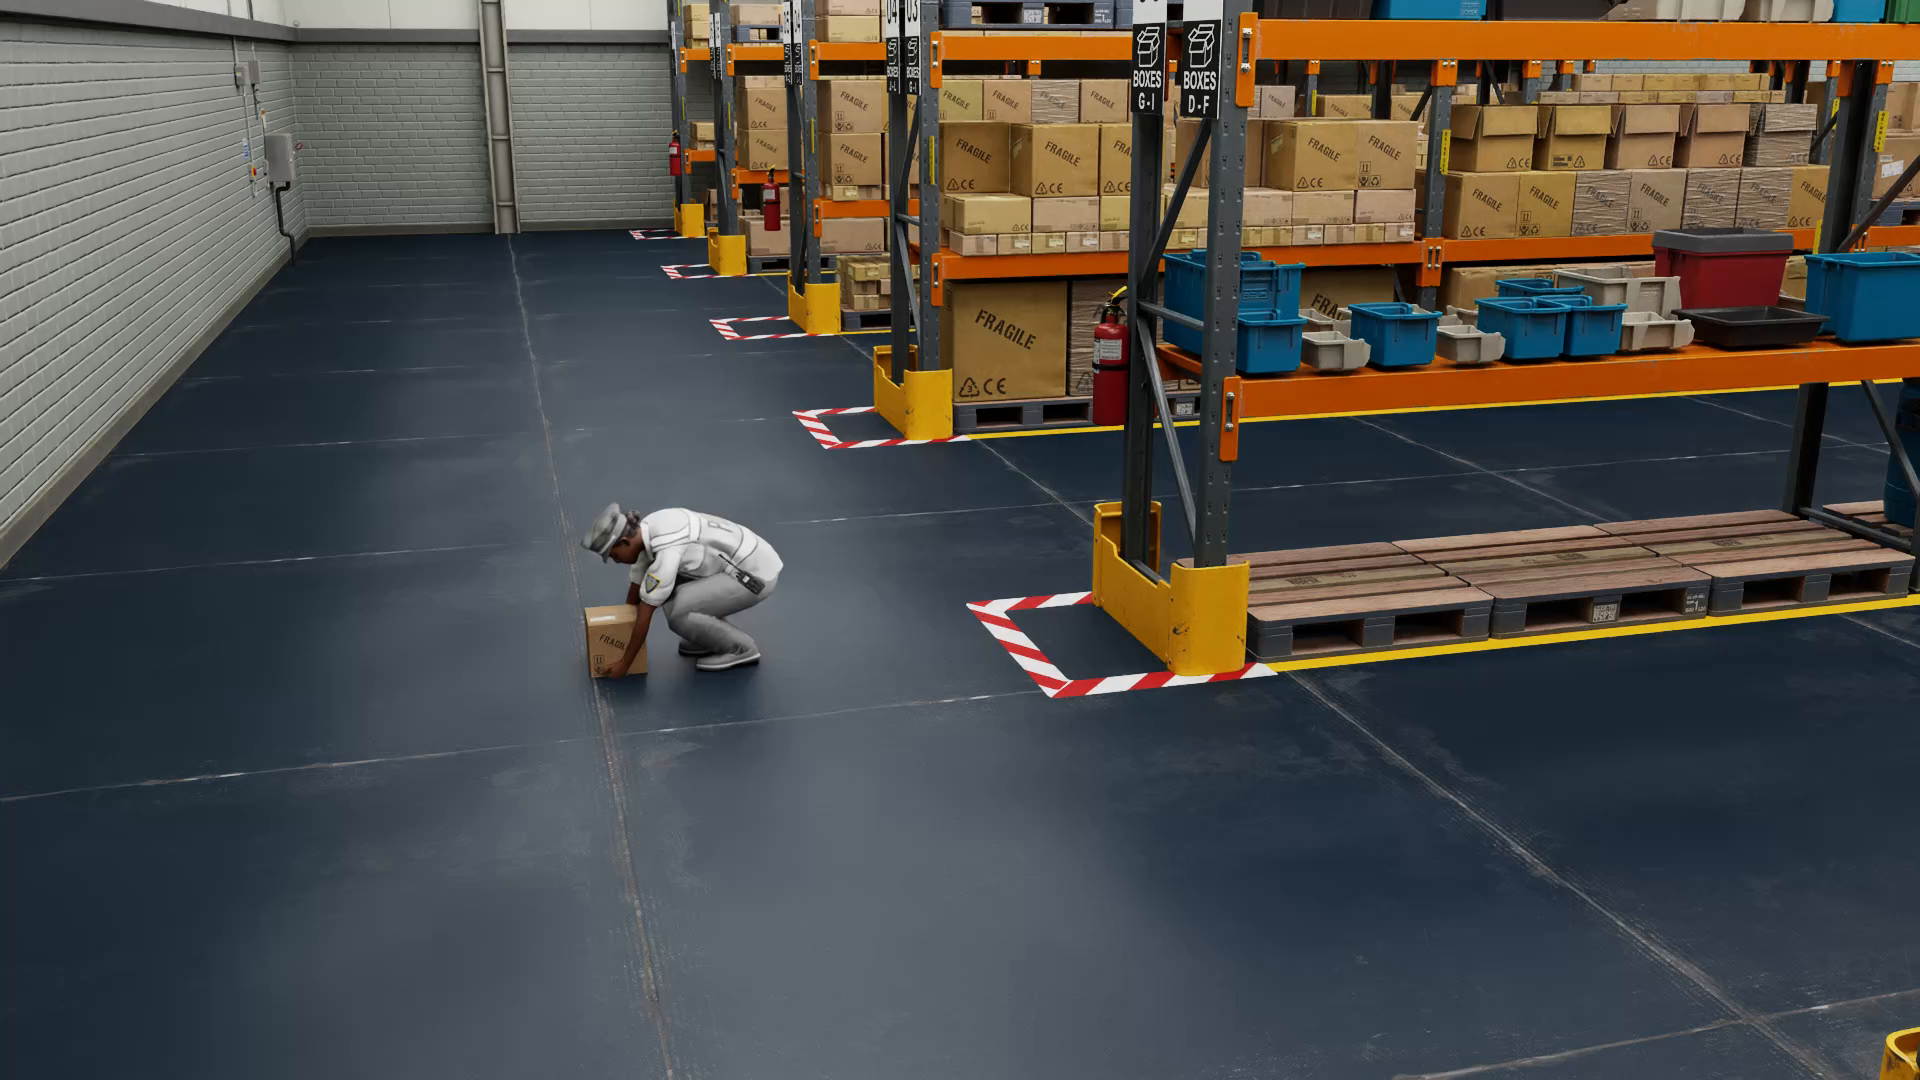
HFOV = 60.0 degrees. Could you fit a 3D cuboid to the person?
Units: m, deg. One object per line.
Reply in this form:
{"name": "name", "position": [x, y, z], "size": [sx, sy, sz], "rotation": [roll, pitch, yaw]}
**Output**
{"name": "person", "position": [-1.247, 0.217, 7.515], "size": [0.896, 0.848, 0.467], "rotation": [-5, 17, -16]}
